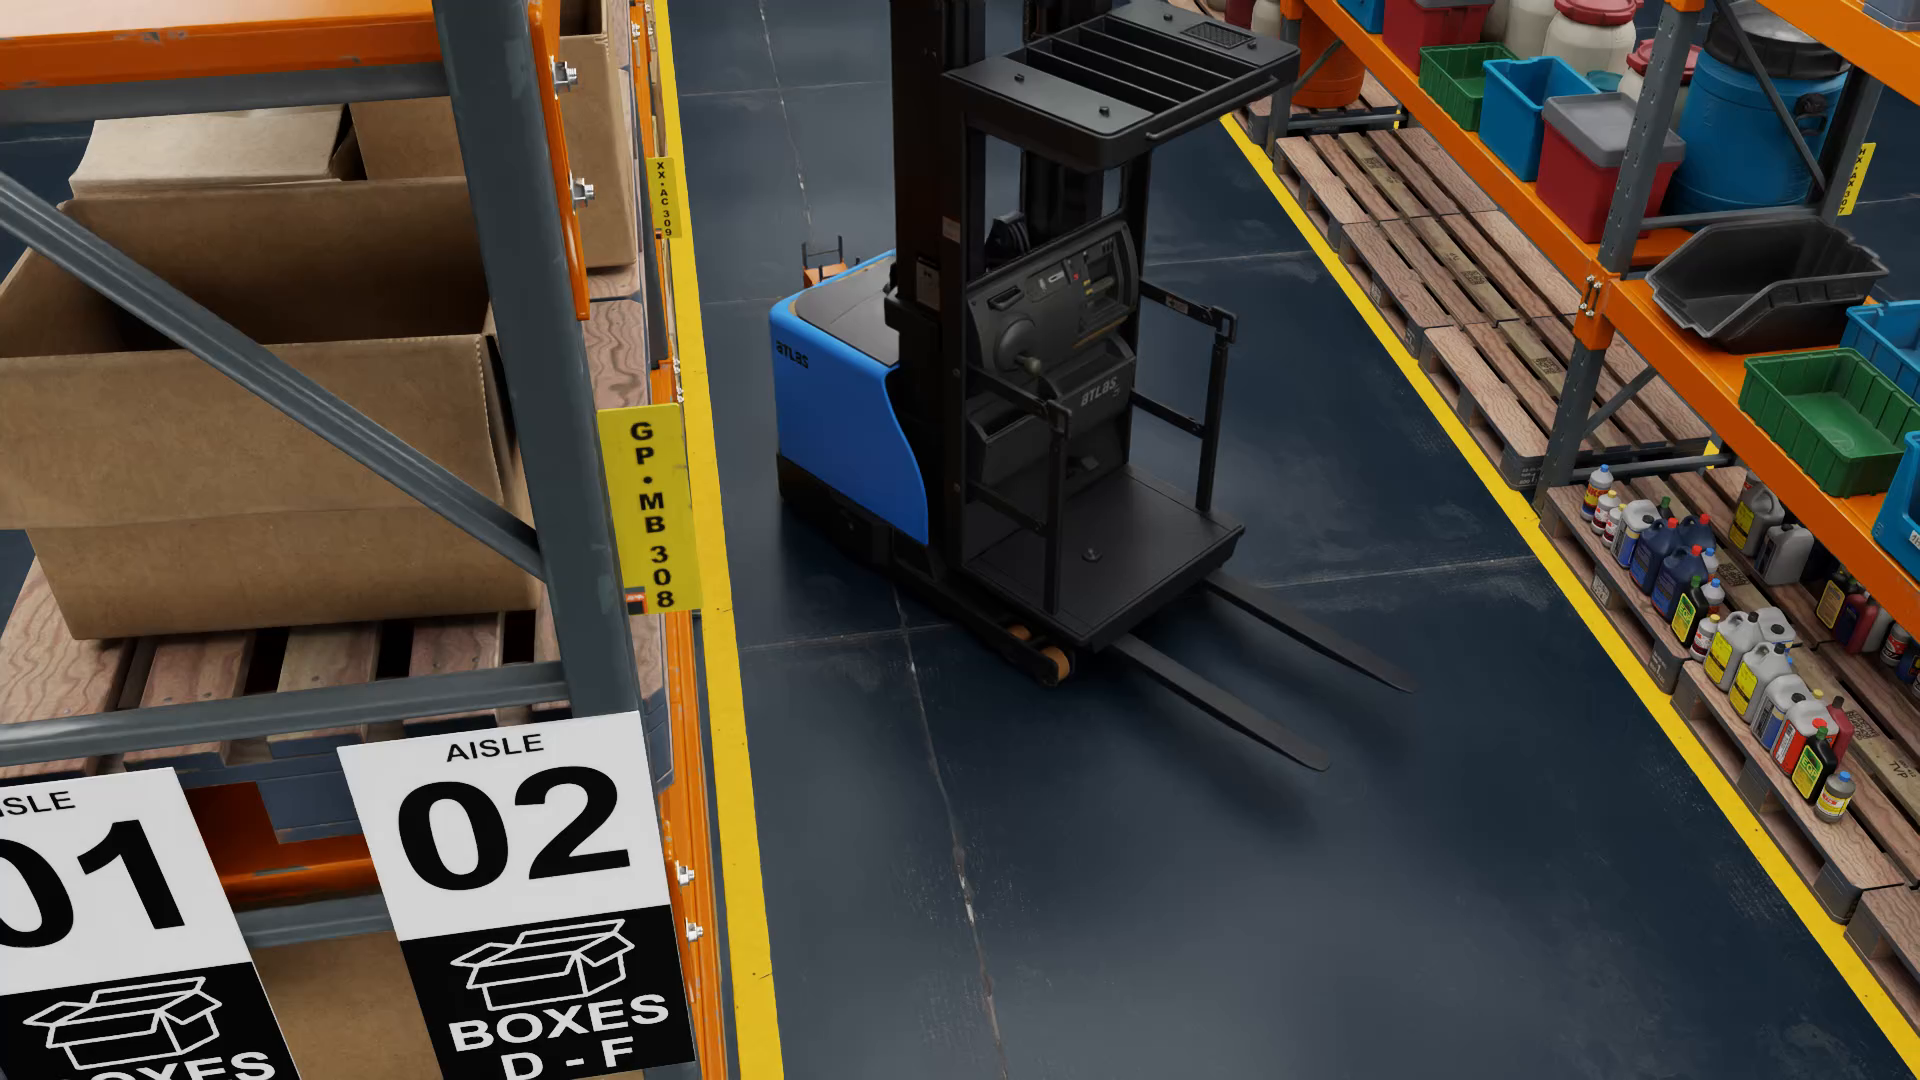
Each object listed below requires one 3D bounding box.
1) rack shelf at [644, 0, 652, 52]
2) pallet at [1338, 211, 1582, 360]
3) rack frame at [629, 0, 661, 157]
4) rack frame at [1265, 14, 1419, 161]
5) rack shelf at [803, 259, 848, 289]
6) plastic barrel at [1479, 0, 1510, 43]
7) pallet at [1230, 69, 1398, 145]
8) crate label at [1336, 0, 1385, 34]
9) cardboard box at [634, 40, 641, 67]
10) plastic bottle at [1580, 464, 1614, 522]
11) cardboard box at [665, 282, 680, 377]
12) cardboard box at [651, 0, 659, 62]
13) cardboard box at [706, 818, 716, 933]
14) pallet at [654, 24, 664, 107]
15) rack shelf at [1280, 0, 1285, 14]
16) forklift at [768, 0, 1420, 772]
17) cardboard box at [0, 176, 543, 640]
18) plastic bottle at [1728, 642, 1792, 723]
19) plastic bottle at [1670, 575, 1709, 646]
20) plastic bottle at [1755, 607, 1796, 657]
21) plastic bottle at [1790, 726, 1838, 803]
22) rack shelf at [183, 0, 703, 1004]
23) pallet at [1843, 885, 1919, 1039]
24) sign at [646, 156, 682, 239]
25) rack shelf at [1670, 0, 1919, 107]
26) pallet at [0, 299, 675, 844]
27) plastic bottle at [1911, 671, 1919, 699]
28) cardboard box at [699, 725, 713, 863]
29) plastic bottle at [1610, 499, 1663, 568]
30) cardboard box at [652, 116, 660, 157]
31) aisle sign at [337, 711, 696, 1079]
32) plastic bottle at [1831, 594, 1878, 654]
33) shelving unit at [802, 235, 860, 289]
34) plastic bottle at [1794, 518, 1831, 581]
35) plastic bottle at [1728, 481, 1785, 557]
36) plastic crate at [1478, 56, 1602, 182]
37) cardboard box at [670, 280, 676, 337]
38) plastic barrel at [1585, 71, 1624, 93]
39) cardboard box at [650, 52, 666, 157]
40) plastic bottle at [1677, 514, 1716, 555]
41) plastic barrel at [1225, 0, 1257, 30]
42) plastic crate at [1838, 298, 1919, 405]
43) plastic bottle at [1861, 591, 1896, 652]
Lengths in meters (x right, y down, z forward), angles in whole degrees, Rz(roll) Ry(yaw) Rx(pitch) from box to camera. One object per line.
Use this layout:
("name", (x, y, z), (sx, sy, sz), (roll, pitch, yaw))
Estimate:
("rack shelf", (-2.694, -4.172, 11.262), (1.077, 0.370, 4.000), (-6, 38, -8))
("pallet", (2.842, -1.470, 9.470), (1.003, 0.211, 1.213), (-6, 38, -8))
("rack frame", (-2.343, -3.248, 9.486), (1.000, 3.000, 0.127), (-6, 38, -8))
("rack frame", (2.534, -3.779, 10.169), (1.000, 3.000, 0.127), (-6, 38, -8))
("rack shelf", (-0.604, -1.155, 7.931), (0.215, 0.259, 0.240), (-14, 39, -18))
("plastic barrel", (2.999, -2.970, 9.037), (0.421, 0.512, 0.421), (0, 38, 0))
("pallet", (2.355, -3.149, 11.631), (1.003, 0.211, 1.213), (-6, 38, -8))
("crate label", (2.442, -3.163, 9.348), (0.502, 0.435, 0.616), (-6, 38, -8))
("cardboard box", (-1.913, -2.635, 8.902), (0.380, 0.149, 0.250), (-6, 38, -8))
("plastic bottle", (2.860, -0.219, 7.453), (0.097, 0.271, 0.097), (0, 38, 0))
("cardboard box", (-1.643, -1.025, 8.067), (0.500, 0.311, 0.500), (-7, 38, -9))
("cardboard box", (-2.418, -3.674, 11.713), (0.500, 0.500, 0.500), (-7, 38, -9))
("cardboard box", (-1.076, 0.954, 5.365), (0.500, 0.500, 0.500), (-6, 38, -8))
("pallet", (-2.647, -3.337, 11.874), (1.003, 0.211, 1.213), (-6, 38, -8))
("rack shelf", (2.184, -4.703, 11.944), (1.077, 0.370, 4.000), (-6, 38, -8))
("forklift", (0.533, -0.911, 6.533), (1.130, 2.935, 3.031), (-32, 48, -34))
("cardboard box", (-1.037, -0.210, 2.590), (0.797, 0.503, 0.637), (-4, 38, -5))
("plastic bottle", (3.109, 0.525, 6.430), (0.144, 0.351, 0.185), (-5, 38, -6))
("plastic bottle", (2.990, 0.287, 6.791), (0.061, 0.283, 0.133), (-5, 38, -6))
("plastic bottle", (3.218, 0.411, 6.637), (0.152, 0.276, 0.135), (-6, 38, -8))
("plastic bottle", (3.145, 0.822, 6.103), (0.061, 0.283, 0.133), (-5, 38, -7))
("rack shelf", (-1.291, -0.525, 4.122), (1.077, 0.370, 4.000), (-6, 38, -8))
("pallet", (3.740, 1.622, 5.490), (1.003, 0.211, 1.213), (-6, 38, -8))
("sign", (-1.096, -1.266, 6.164), (0.100, 0.325, 0.005), (-6, 38, -8))
("rack shelf", (3.586, -1.055, 4.804), (1.077, 0.370, 4.000), (-6, 38, -8))
("pallet", (-1.039, 0.004, 2.926), (1.003, 0.211, 1.213), (-6, 38, -8))
("plastic bottle", (3.831, 0.529, 6.547), (0.097, 0.201, 0.097), (0, 38, 0))
("cardboard box", (-1.165, 0.948, 5.984), (0.500, 0.250, 0.500), (-6, 38, -8))
("plastic bottle", (2.944, -0.029, 7.204), (0.152, 0.276, 0.135), (-5, 38, -6))
("cardboard box", (-2.009, -2.260, 9.655), (0.500, 0.311, 0.500), (-5, 38, -7))
("aisle sign", (-0.627, 0.564, 2.460), (0.394, 0.787, 0.004), (-6, 38, -8))
("plastic bottle", (3.642, 0.316, 6.754), (0.061, 0.283, 0.133), (-6, 38, -8))
("shelving unit", (-0.602, -0.936, 8.095), (0.215, 1.050, 0.252), (-14, 39, -18))
("plastic bottle", (3.666, -0.016, 7.127), (0.144, 0.351, 0.185), (-8, 39, -10))
("plastic bottle", (3.490, -0.117, 7.256), (0.144, 0.351, 0.185), (-6, 38, -8))
("plastic crate", (2.736, -1.989, 7.878), (0.392, 0.384, 0.575), (-6, 38, -8))
("cardboard box", (-1.739, -1.111, 8.634), (0.500, 0.250, 0.500), (-6, 38, -7))
("plastic barrel", (3.155, -2.124, 8.152), (0.301, 0.262, 0.301), (0, 38, 0))
("cardboard box", (-2.141, -2.740, 10.511), (0.500, 0.500, 0.500), (-5, 38, -6))
("plastic bottle", (3.111, 0.026, 7.072), (0.144, 0.351, 0.185), (-6, 38, -8))
("plastic barrel", (2.234, -3.968, 12.036), (0.600, 0.588, 0.708), (-6, 38, -8))
("plastic crate", (3.697, -0.665, 6.282), (0.499, 0.251, 0.616), (-6, 38, -8))
("plastic bottle", (3.747, 0.307, 6.772), (0.152, 0.276, 0.135), (-6, 38, -7))
